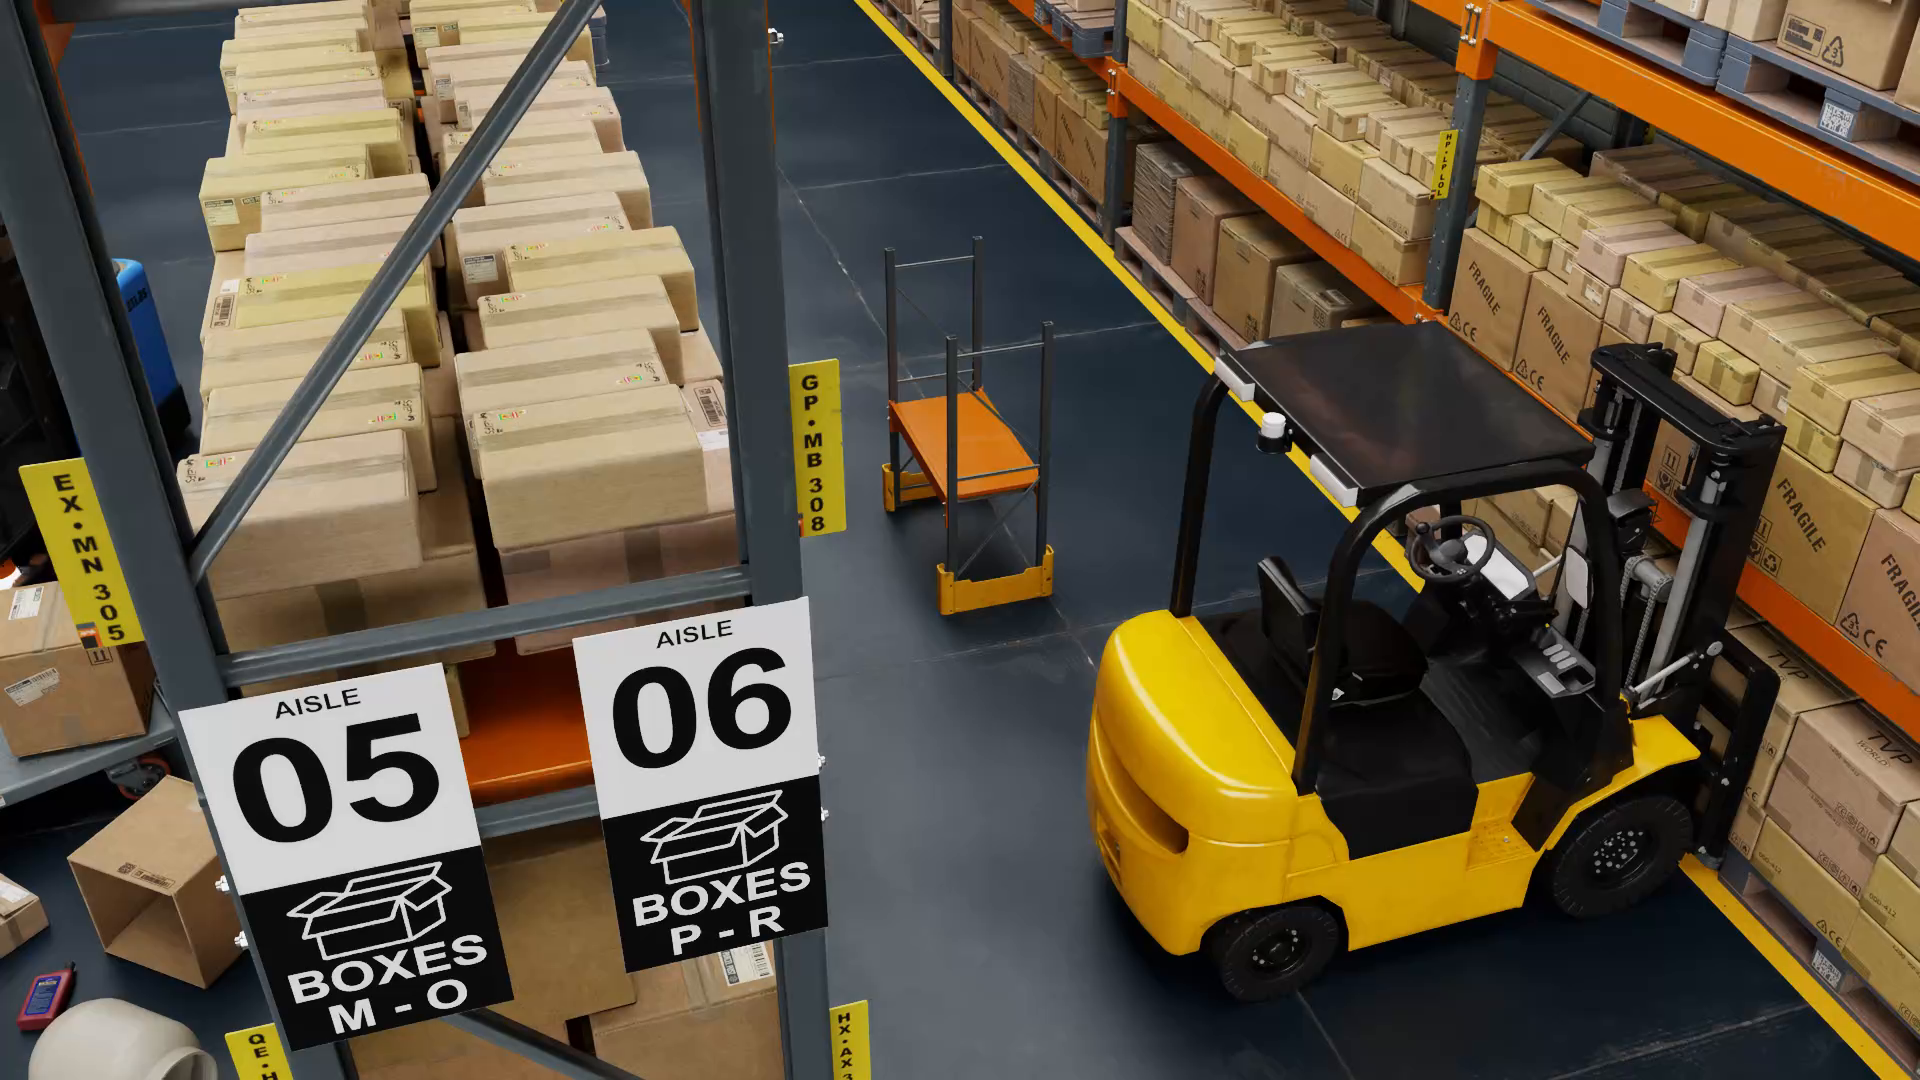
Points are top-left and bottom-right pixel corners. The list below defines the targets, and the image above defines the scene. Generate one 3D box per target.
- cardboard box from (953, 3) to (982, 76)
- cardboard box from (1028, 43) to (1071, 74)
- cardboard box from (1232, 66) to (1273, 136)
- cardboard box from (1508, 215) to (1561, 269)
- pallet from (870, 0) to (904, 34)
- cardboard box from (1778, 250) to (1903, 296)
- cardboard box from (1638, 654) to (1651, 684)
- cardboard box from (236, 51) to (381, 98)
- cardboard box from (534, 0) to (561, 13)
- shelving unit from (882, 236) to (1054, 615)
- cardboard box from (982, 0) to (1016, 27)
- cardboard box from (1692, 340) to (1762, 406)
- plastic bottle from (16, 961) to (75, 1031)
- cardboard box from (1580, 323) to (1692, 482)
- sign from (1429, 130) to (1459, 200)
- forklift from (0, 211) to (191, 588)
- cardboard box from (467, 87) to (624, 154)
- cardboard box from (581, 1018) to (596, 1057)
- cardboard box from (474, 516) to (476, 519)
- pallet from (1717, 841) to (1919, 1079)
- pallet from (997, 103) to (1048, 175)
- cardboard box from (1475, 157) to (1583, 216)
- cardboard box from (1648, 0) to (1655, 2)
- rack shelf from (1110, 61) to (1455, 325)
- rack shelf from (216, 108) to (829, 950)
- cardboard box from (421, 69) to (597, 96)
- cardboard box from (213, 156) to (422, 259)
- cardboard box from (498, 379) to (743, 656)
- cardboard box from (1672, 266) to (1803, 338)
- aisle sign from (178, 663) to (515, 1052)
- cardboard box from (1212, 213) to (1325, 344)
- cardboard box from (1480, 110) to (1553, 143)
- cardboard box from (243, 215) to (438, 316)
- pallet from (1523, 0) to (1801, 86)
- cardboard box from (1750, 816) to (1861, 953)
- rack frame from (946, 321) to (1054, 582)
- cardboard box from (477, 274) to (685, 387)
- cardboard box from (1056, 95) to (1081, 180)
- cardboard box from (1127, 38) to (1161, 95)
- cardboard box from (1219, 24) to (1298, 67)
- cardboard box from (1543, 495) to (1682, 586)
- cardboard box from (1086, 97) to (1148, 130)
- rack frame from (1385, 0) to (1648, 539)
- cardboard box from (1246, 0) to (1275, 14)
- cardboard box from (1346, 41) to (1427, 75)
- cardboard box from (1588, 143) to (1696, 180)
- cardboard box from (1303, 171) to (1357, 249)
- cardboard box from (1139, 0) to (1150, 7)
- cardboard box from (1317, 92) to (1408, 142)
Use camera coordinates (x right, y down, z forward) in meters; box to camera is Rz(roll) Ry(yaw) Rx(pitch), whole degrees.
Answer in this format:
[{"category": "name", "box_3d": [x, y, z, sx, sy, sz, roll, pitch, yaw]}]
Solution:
[{"category": "cardboard box", "box_3d": [0.240, -4.416, 14.598, 0.500, 0.500, 0.500, -9, 34, -13]}, {"category": "cardboard box", "box_3d": [0.757, -3.795, 13.071, 0.380, 0.149, 0.250, -12, 35, -17]}, {"category": "cardboard box", "box_3d": [1.904, -2.542, 9.559, 0.500, 0.250, 0.500, -10, 35, -14]}, {"category": "cardboard box", "box_3d": [2.674, -1.340, 7.378, 0.380, 0.149, 0.250, -9, 35, -14]}, {"category": "pallet", "box_3d": [-0.278, -5.414, 16.752, 1.003, 0.211, 1.213, -10, 35, -15]}, {"category": "cardboard box", "box_3d": [3.492, -1.017, 6.619, 0.380, 0.149, 0.250, -10, 35, -15]}, {"category": "cardboard box", "box_3d": [3.052, 0.490, 6.948, 0.500, 0.250, 0.500, -10, 35, -15]}, {"category": "cardboard box", "box_3d": [-1.836, -1.261, 4.722, 0.380, 0.149, 0.250, -11, 35, -16]}, {"category": "cardboard box", "box_3d": [-1.522, -1.764, 5.483, 0.380, 0.149, 0.250, -11, 35, -16]}, {"category": "shelving unit", "box_3d": [0.023, -0.586, 8.276, 0.587, 1.500, 1.083, -10, 35, -15]}, {"category": "cardboard box", "box_3d": [0.410, -4.480, 14.106, 0.380, 0.149, 0.250, -12, 35, -17]}, {"category": "cardboard box", "box_3d": [3.047, -0.660, 6.349, 0.380, 0.149, 0.250, -11, 35, -16]}, {"category": "plastic bottle", "box_3d": [-3.371, 1.681, 6.151, 0.133, 0.061, 0.283, -4, 34, -6]}, {"category": "cardboard box", "box_3d": [2.964, -0.603, 6.851, 0.500, 0.500, 0.500, -10, 35, -15]}, {"category": "sign", "box_3d": [2.233, -1.728, 7.666, 0.100, 0.325, 0.005, -10, 35, -15]}, {"category": "forklift", "box_3d": [-5.107, -1.087, 7.736, 1.130, 2.935, 3.031, 3, 34, 4]}, {"category": "cardboard box", "box_3d": [-1.110, -1.090, 4.462, 0.380, 0.149, 0.250, -10, 35, -14]}, {"category": "cardboard box", "box_3d": [-0.756, 1.323, 4.254, 0.380, 0.149, 0.250, -10, 35, -14]}, {"category": "cardboard box", "box_3d": [-1.303, -0.139, 3.747, 0.380, 0.149, 0.250, -10, 35, -14]}, {"category": "pallet", "box_3d": [3.694, 1.494, 6.297, 1.003, 0.211, 1.213, -10, 35, -15]}, {"category": "pallet", "box_3d": [0.967, -3.349, 13.627, 1.003, 0.211, 1.213, -10, 35, -15]}, {"category": "cardboard box", "box_3d": [2.562, -1.594, 7.493, 0.380, 0.149, 0.250, -9, 35, -14]}, {"category": "cardboard box", "box_3d": [2.769, -2.328, 6.441, 0.500, 0.311, 0.500, -9, 35, -14]}, {"category": "rack shelf", "box_3d": [2.137, -2.125, 9.897, 1.077, 0.370, 4.000, -10, 35, -15]}, {"category": "rack shelf", "box_3d": [-1.369, -0.439, 4.626, 1.077, 0.370, 4.000, -10, 35, -15]}, {"category": "cardboard box", "box_3d": [-1.433, -1.399, 5.292, 0.500, 0.250, 0.500, -11, 35, -16]}, {"category": "cardboard box", "box_3d": [-1.643, -0.775, 4.347, 0.500, 0.250, 0.500, -10, 35, -14]}, {"category": "cardboard box", "box_3d": [-0.658, -0.060, 3.265, 0.500, 0.250, 0.500, -11, 35, -16]}, {"category": "cardboard box", "box_3d": [3.030, -0.931, 6.489, 0.380, 0.149, 0.250, -10, 35, -15]}, {"category": "aisle sign", "box_3d": [-1.016, 0.559, 2.826, 0.394, 0.787, 0.004, -10, 35, -15]}, {"category": "cardboard box", "box_3d": [2.117, -1.634, 10.276, 0.875, 0.625, 0.625, -11, 35, -17]}, {"category": "cardboard box", "box_3d": [2.812, -2.057, 8.464, 0.380, 0.149, 0.250, -11, 35, -16]}, {"category": "cardboard box", "box_3d": [-1.377, -0.590, 3.705, 0.380, 0.149, 0.250, -10, 35, -15]}, {"category": "pallet", "box_3d": [3.032, -2.146, 6.636, 1.003, 0.211, 1.213, -10, 35, -15]}, {"category": "cardboard box", "box_3d": [3.380, 1.241, 6.264, 0.500, 0.250, 0.500, -10, 35, -15]}, {"category": "rack frame", "box_3d": [0.181, -0.314, 7.865, 0.500, 1.500, 0.032, -10, 35, -15]}, {"category": "cardboard box", "box_3d": [-0.782, -0.409, 3.433, 0.380, 0.149, 0.250, -10, 35, -15]}, {"category": "cardboard box", "box_3d": [1.051, -3.058, 12.543, 0.500, 0.500, 0.500, -11, 35, -15]}, {"category": "cardboard box", "box_3d": [1.430, -3.138, 10.914, 0.500, 0.250, 0.500, -10, 35, -15]}, {"category": "cardboard box", "box_3d": [1.747, -2.894, 9.730, 0.380, 0.149, 0.250, -9, 35, -14]}, {"category": "cardboard box", "box_3d": [2.905, 0.016, 7.211, 0.500, 0.250, 0.500, -9, 34, -13]}, {"category": "cardboard box", "box_3d": [1.135, -3.095, 12.010, 0.380, 0.149, 0.250, -12, 35, -17]}, {"category": "rack frame", "box_3d": [2.747, -1.375, 8.110, 1.000, 3.000, 0.127, -10, 35, -15]}, {"category": "cardboard box", "box_3d": [2.026, -3.386, 10.474, 0.380, 0.149, 0.250, -10, 35, -15]}, {"category": "cardboard box", "box_3d": [2.424, -2.716, 9.460, 0.380, 0.149, 0.250, -10, 35, -14]}, {"category": "cardboard box", "box_3d": [3.132, -1.694, 7.645, 0.380, 0.149, 0.250, -10, 35, -15]}, {"category": "cardboard box", "box_3d": [2.186, -1.796, 8.883, 0.500, 0.250, 0.500, -10, 35, -15]}, {"category": "cardboard box", "box_3d": [1.344, -3.570, 10.753, 0.380, 0.149, 0.250, -9, 35, -13]}, {"category": "cardboard box", "box_3d": [2.104, -2.215, 8.702, 0.380, 0.149, 0.250, -11, 35, -16]}]
